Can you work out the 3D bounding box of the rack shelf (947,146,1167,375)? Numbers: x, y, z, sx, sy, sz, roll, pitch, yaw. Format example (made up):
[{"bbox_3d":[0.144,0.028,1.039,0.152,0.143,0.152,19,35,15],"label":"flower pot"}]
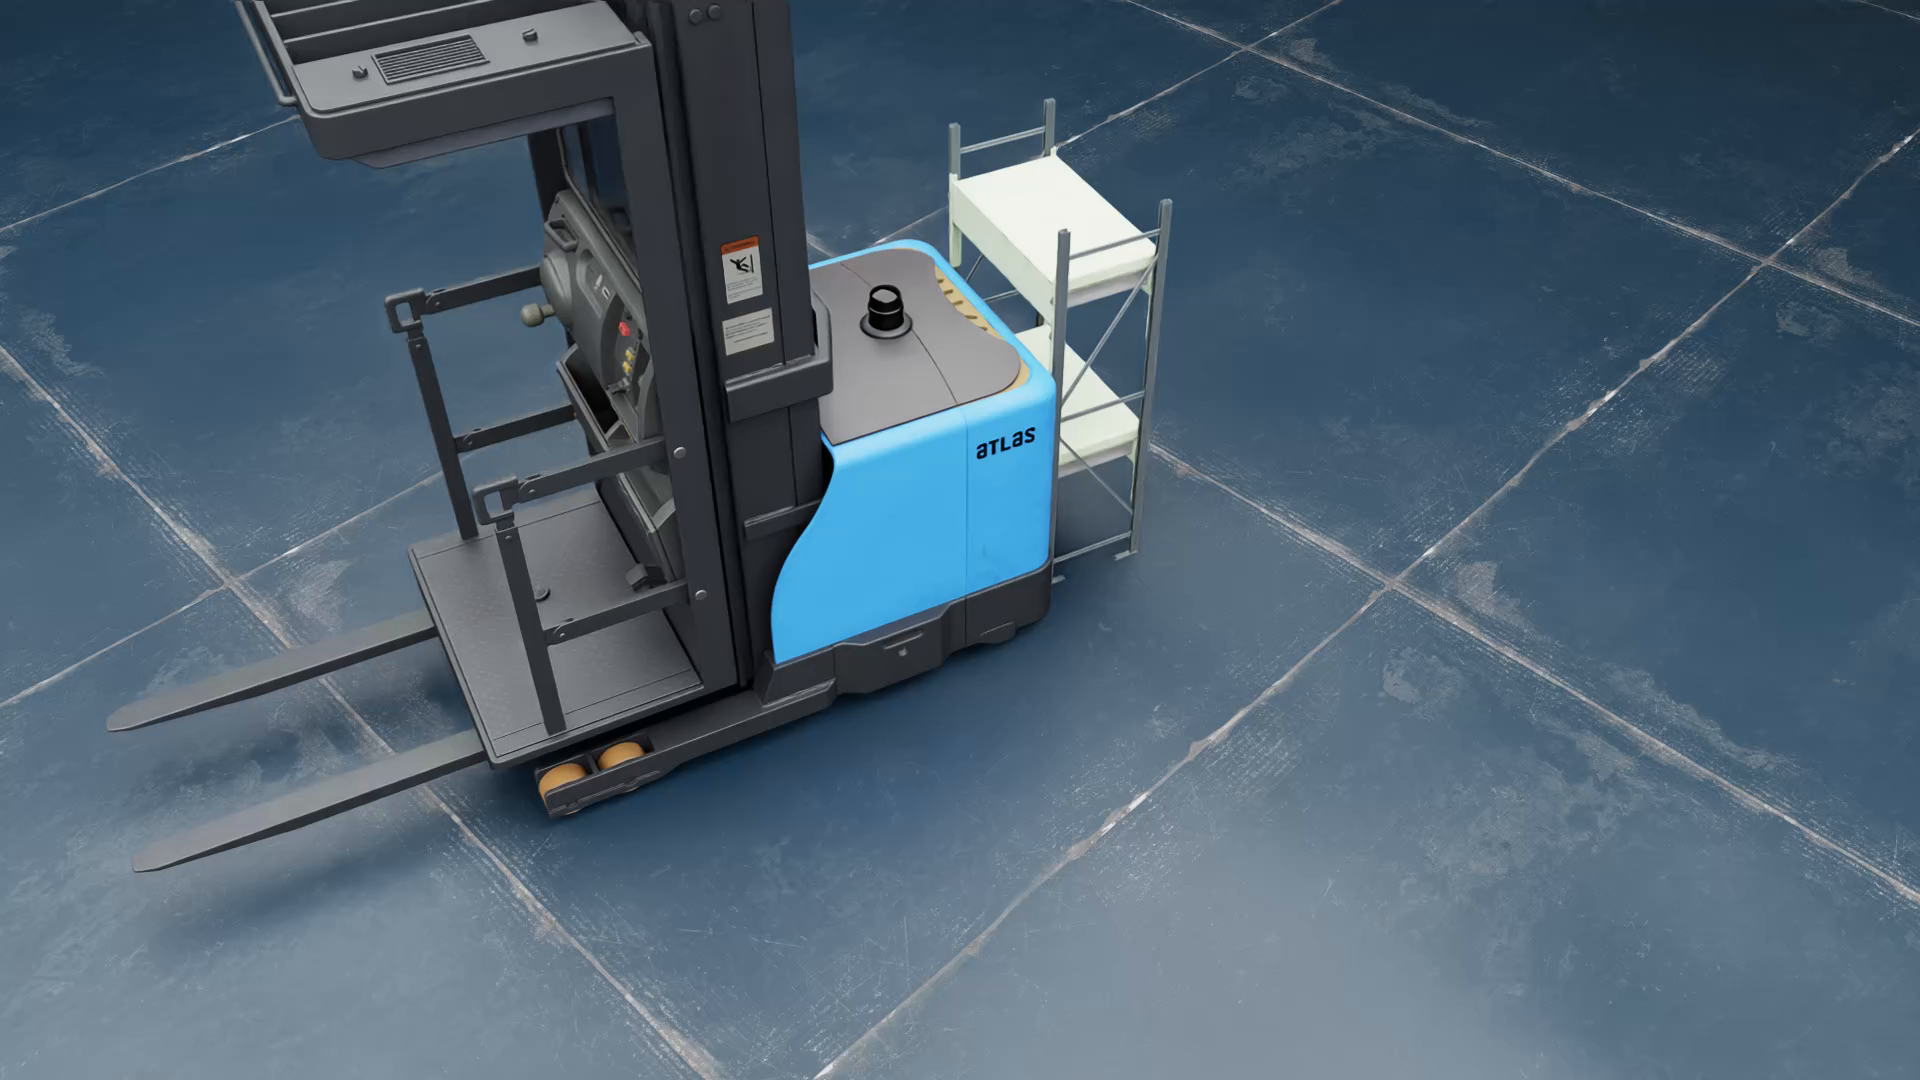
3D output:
[{"bbox_3d":[0.312,-0.954,5.602,0.431,0.370,0.720,-19,46,-20],"label":"rack shelf"}]

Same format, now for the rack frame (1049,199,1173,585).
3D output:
[{"bbox_3d":[0.480,-0.447,5.628,0.400,1.500,0.023,-19,46,-20],"label":"rack frame"}]

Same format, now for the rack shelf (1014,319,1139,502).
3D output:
[{"bbox_3d":[0.312,-0.428,6.088,0.431,0.370,0.720,-19,46,-20],"label":"rack shelf"}]

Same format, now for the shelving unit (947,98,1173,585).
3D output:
[{"bbox_3d":[0.312,-0.667,5.867,0.431,1.500,0.755,-19,46,-20],"label":"shelving unit"}]

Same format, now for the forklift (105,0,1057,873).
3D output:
[{"bbox_3d":[-1.229,-0.614,4.754,3.031,2.935,1.130,-19,46,-20],"label":"forklift"}]

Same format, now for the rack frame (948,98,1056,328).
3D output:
[{"bbox_3d":[0.143,-0.888,6.106,0.400,1.500,0.023,-19,46,-20],"label":"rack frame"}]
